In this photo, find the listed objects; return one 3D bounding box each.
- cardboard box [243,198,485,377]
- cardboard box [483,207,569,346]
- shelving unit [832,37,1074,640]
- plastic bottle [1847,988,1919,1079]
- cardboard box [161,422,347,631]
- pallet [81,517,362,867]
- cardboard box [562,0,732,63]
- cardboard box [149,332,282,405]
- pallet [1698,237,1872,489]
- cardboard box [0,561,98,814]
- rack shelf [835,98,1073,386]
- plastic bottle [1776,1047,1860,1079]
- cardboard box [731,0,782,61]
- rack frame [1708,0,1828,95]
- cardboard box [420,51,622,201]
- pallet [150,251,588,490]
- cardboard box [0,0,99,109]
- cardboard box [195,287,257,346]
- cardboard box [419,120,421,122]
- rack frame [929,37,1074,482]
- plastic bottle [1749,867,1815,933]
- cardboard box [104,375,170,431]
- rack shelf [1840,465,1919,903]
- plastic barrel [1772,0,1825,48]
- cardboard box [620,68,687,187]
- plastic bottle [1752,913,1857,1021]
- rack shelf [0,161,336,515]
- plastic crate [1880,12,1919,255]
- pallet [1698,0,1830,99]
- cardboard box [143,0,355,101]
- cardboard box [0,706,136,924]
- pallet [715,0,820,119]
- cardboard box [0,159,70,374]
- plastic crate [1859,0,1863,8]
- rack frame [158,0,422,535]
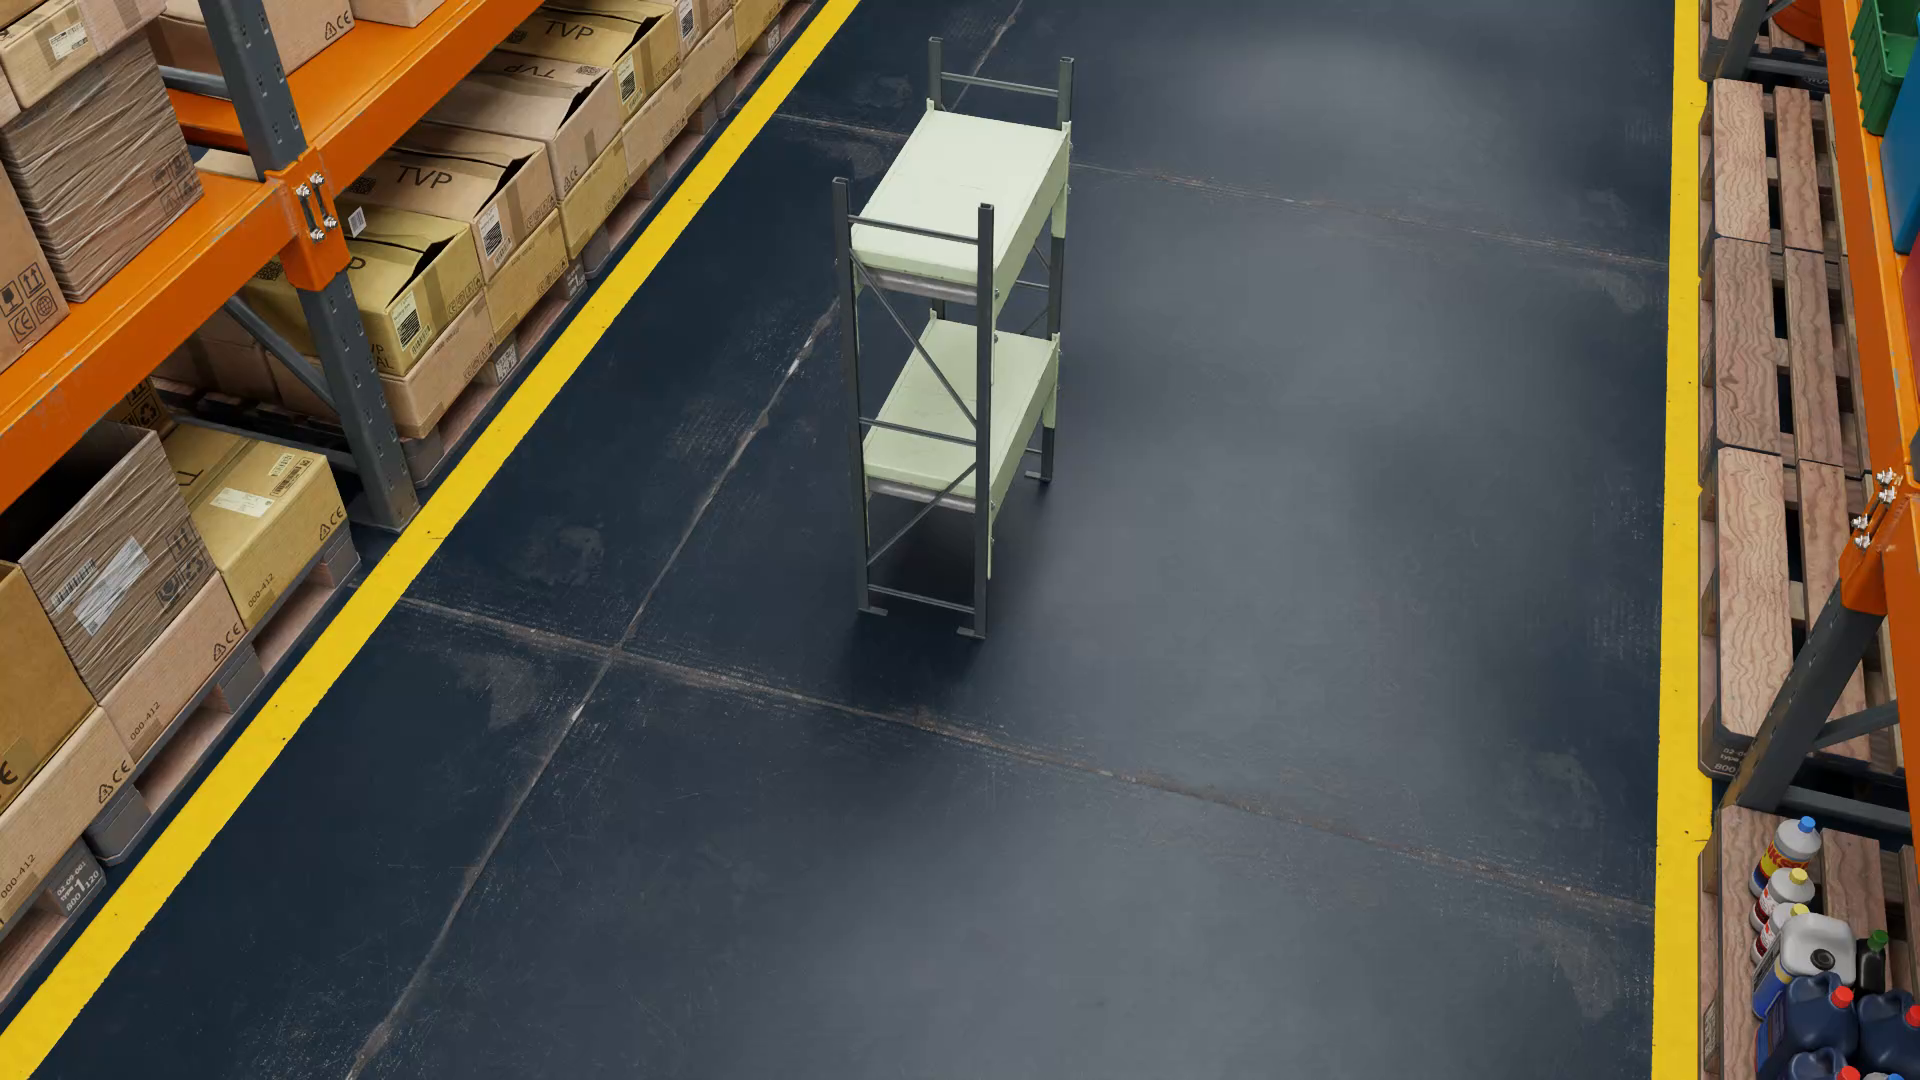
[{"bbox_3d":[-1.864,-0.826,5.214,0.500,0.311,0.500,13,46,13],"label":"cardboard box"},{"bbox_3d":[-1.713,-0.960,5.752,0.500,0.250,0.500,14,46,14],"label":"cardboard box"},{"bbox_3d":[-0.002,-0.532,4.721,0.431,1.500,0.755,13,46,12],"label":"shelving unit"},{"bbox_3d":[1.990,1.086,3.575,0.144,0.351,0.185,13,46,13],"label":"plastic bottle"},{"bbox_3d":[-2.159,-0.048,4.820,0.500,0.250,0.500,13,46,13],"label":"cardboard box"},{"bbox_3d":[-2.508,0.282,4.811,1.003,0.211,1.213,13,46,13],"label":"pallet"},{"bbox_3d":[-1.246,-2.185,6.603,0.500,0.311,0.500,12,46,12],"label":"cardboard box"},{"bbox_3d":[-2.378,-0.741,5.528,0.500,0.250,0.500,12,46,12],"label":"cardboard box"},{"bbox_3d":[3.061,-0.535,5.646,1.003,0.211,1.213,13,46,13],"label":"pallet"},{"bbox_3d":[-2.469,0.349,3.878,0.500,0.500,0.500,13,46,13],"label":"cardboard box"},{"bbox_3d":[-0.002,-0.811,4.448,0.431,0.370,0.720,13,46,12],"label":"rack shelf"},{"bbox_3d":[1.796,1.182,3.477,0.144,0.351,0.185,11,45,11],"label":"plastic bottle"},{"bbox_3d":[-1.095,-2.323,7.144,0.500,0.250,0.500,12,46,12],"label":"cardboard box"},{"bbox_3d":[3.704,-2.850,6.018,1.000,3.000,0.127,13,46,13],"label":"rack frame"},{"bbox_3d":[-1.552,-1.504,5.907,0.500,0.311,0.500,11,45,11],"label":"cardboard box"},{"bbox_3d":[-2.041,-0.738,5.854,1.003,0.211,1.213,13,46,13],"label":"pallet"},{"bbox_3d":[-2.182,-1.112,3.707,0.380,0.149,0.250,12,46,12],"label":"cardboard box"},{"bbox_3d":[-2.378,-0.934,5.325,0.500,0.311,0.500,13,46,13],"label":"cardboard box"},{"bbox_3d":[-2.073,-1.614,6.020,0.500,0.311,0.500,12,46,12],"label":"cardboard box"},{"bbox_3d":[0.109,-0.776,4.970,0.400,1.500,0.023,13,46,12],"label":"rack frame"},{"bbox_3d":[1.948,0.846,3.927,0.097,0.201,0.097,0,44,0],"label":"plastic bottle"},{"bbox_3d":[-2.666,-0.428,4.672,0.500,0.500,0.500,13,46,13],"label":"cardboard box"},{"bbox_3d":[1.887,1.406,2.183,1.077,0.370,4.000,13,46,13],"label":"rack shelf"},{"bbox_3d":[3.836,-2.554,6.967,0.600,0.830,0.708,13,46,13],"label":"plastic barrel"},{"bbox_3d":[-1.403,-1.644,6.452,0.500,0.250,0.500,13,46,13],"label":"cardboard box"},{"bbox_3d":[1.907,0.973,3.744,0.152,0.276,0.135,14,46,14],"label":"plastic bottle"},{"bbox_3d":[-2.833,0.355,3.257,1.077,0.370,4.000,13,46,13],"label":"rack shelf"},{"bbox_3d":[2.530,-0.979,4.118,0.392,0.384,0.575,13,46,13],"label":"plastic crate"},{"bbox_3d":[3.903,-2.388,7.539,1.003,0.211,1.213,13,46,13],"label":"pallet"},{"bbox_3d":[-2.120,-1.519,4.765,0.500,0.250,0.500,15,46,15],"label":"cardboard box"},{"bbox_3d":[-2.457,0.620,4.137,0.500,0.250,0.500,13,46,13],"label":"cardboard box"},{"bbox_3d":[-1.302,-2.365,7.516,1.003,0.211,1.213,13,46,13],"label":"pallet"},{"bbox_3d":[-2.509,-0.621,3.669,0.700,0.500,0.500,12,46,12],"label":"cardboard box"},{"bbox_3d":[2.923,-1.861,4.961,0.402,0.464,0.583,13,46,13],"label":"plastic crate"},{"bbox_3d":[-2.227,-1.236,4.368,1.000,3.000,0.127,13,46,13],"label":"rack frame"}]
